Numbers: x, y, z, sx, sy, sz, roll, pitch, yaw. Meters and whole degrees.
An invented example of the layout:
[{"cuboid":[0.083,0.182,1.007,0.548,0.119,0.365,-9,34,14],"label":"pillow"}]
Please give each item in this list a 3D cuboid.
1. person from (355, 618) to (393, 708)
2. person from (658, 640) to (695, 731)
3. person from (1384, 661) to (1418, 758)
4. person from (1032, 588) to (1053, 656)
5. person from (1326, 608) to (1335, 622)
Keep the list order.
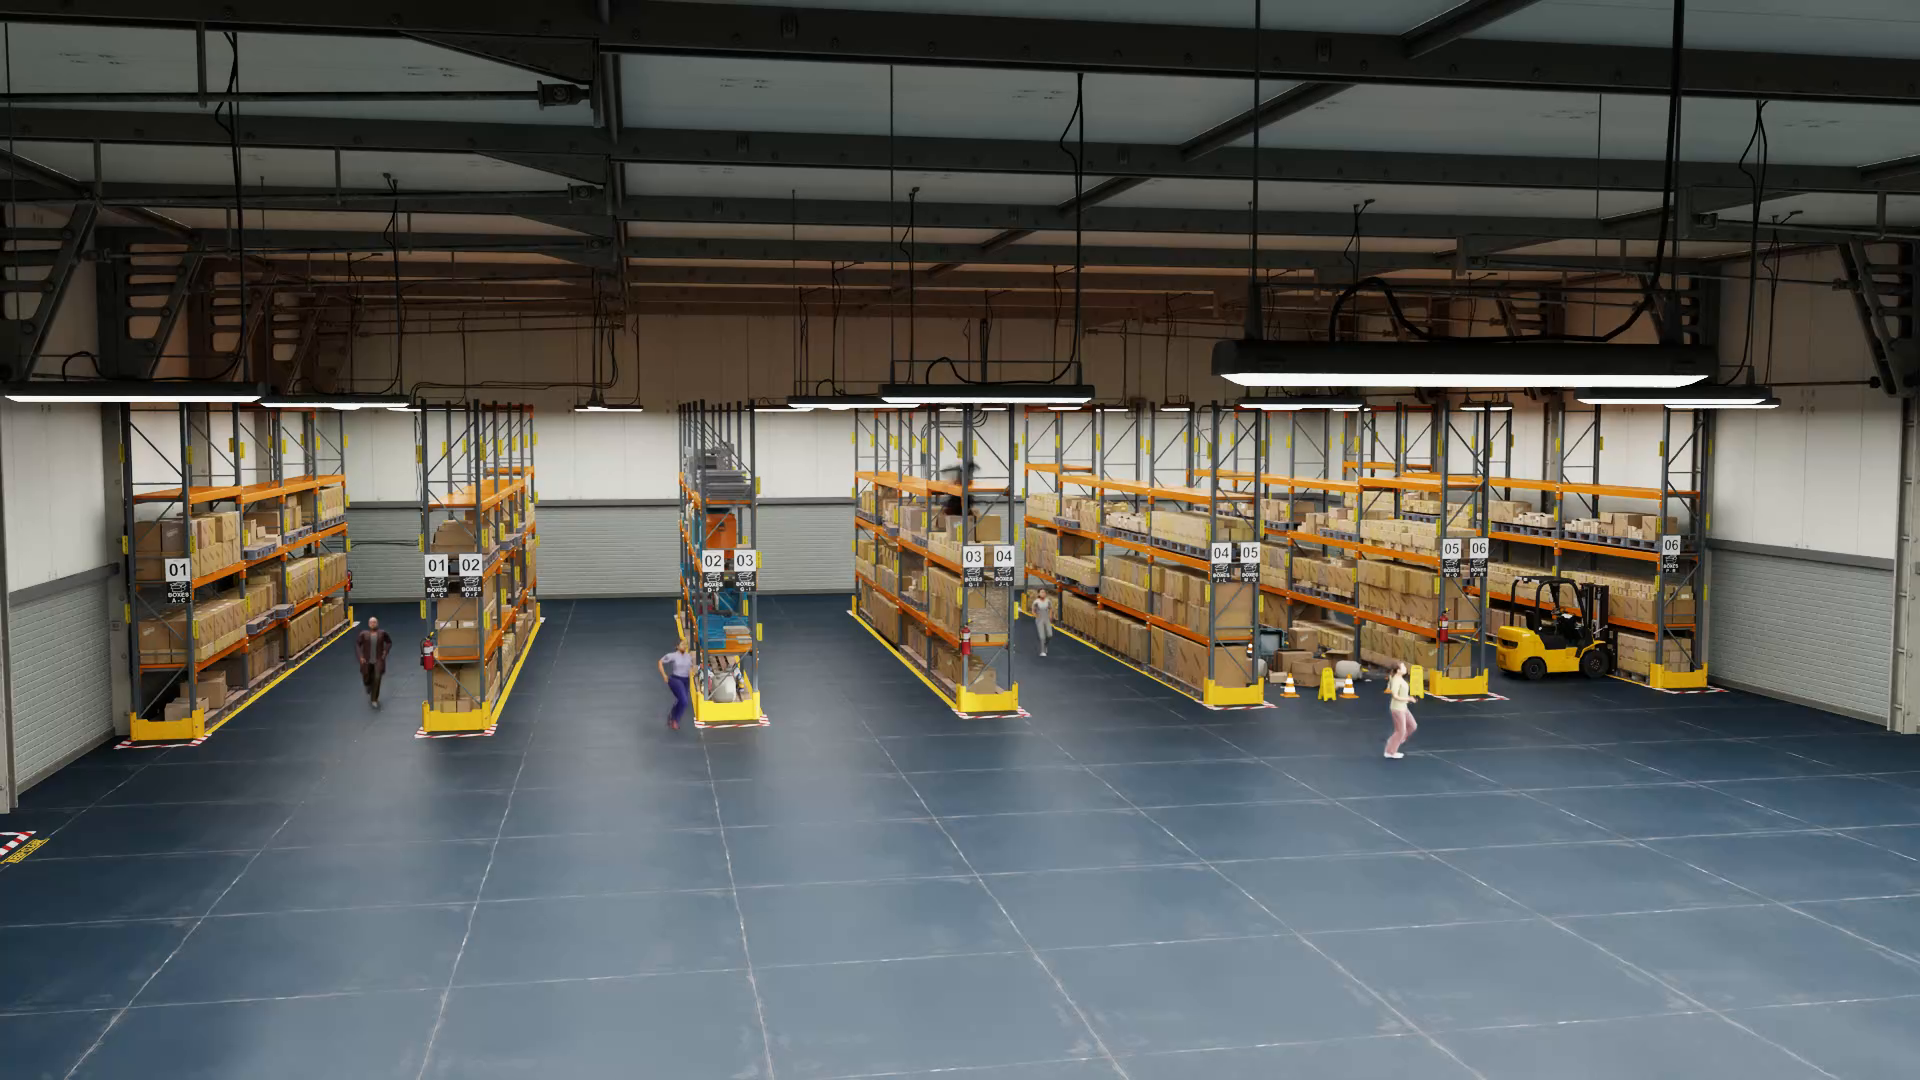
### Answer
[{"cuboid":[-11.579,2.397,32.858,0.712,1.738,0.865,-1,4,-14],"label":"person"},{"cuboid":[-5.087,2.638,30.327,0.606,1.634,0.623,3,5,35],"label":"person"},{"cuboid":[7.345,2.814,27.633,0.551,1.628,0.554,2,5,23],"label":"person"},{"cuboid":[1.966,1.943,39.235,0.539,1.624,0.541,-1,4,-13],"label":"person"},{"cuboid":[9.782,1.558,44.002,0.632,1.764,0.733,-2,5,-21],"label":"person"}]
